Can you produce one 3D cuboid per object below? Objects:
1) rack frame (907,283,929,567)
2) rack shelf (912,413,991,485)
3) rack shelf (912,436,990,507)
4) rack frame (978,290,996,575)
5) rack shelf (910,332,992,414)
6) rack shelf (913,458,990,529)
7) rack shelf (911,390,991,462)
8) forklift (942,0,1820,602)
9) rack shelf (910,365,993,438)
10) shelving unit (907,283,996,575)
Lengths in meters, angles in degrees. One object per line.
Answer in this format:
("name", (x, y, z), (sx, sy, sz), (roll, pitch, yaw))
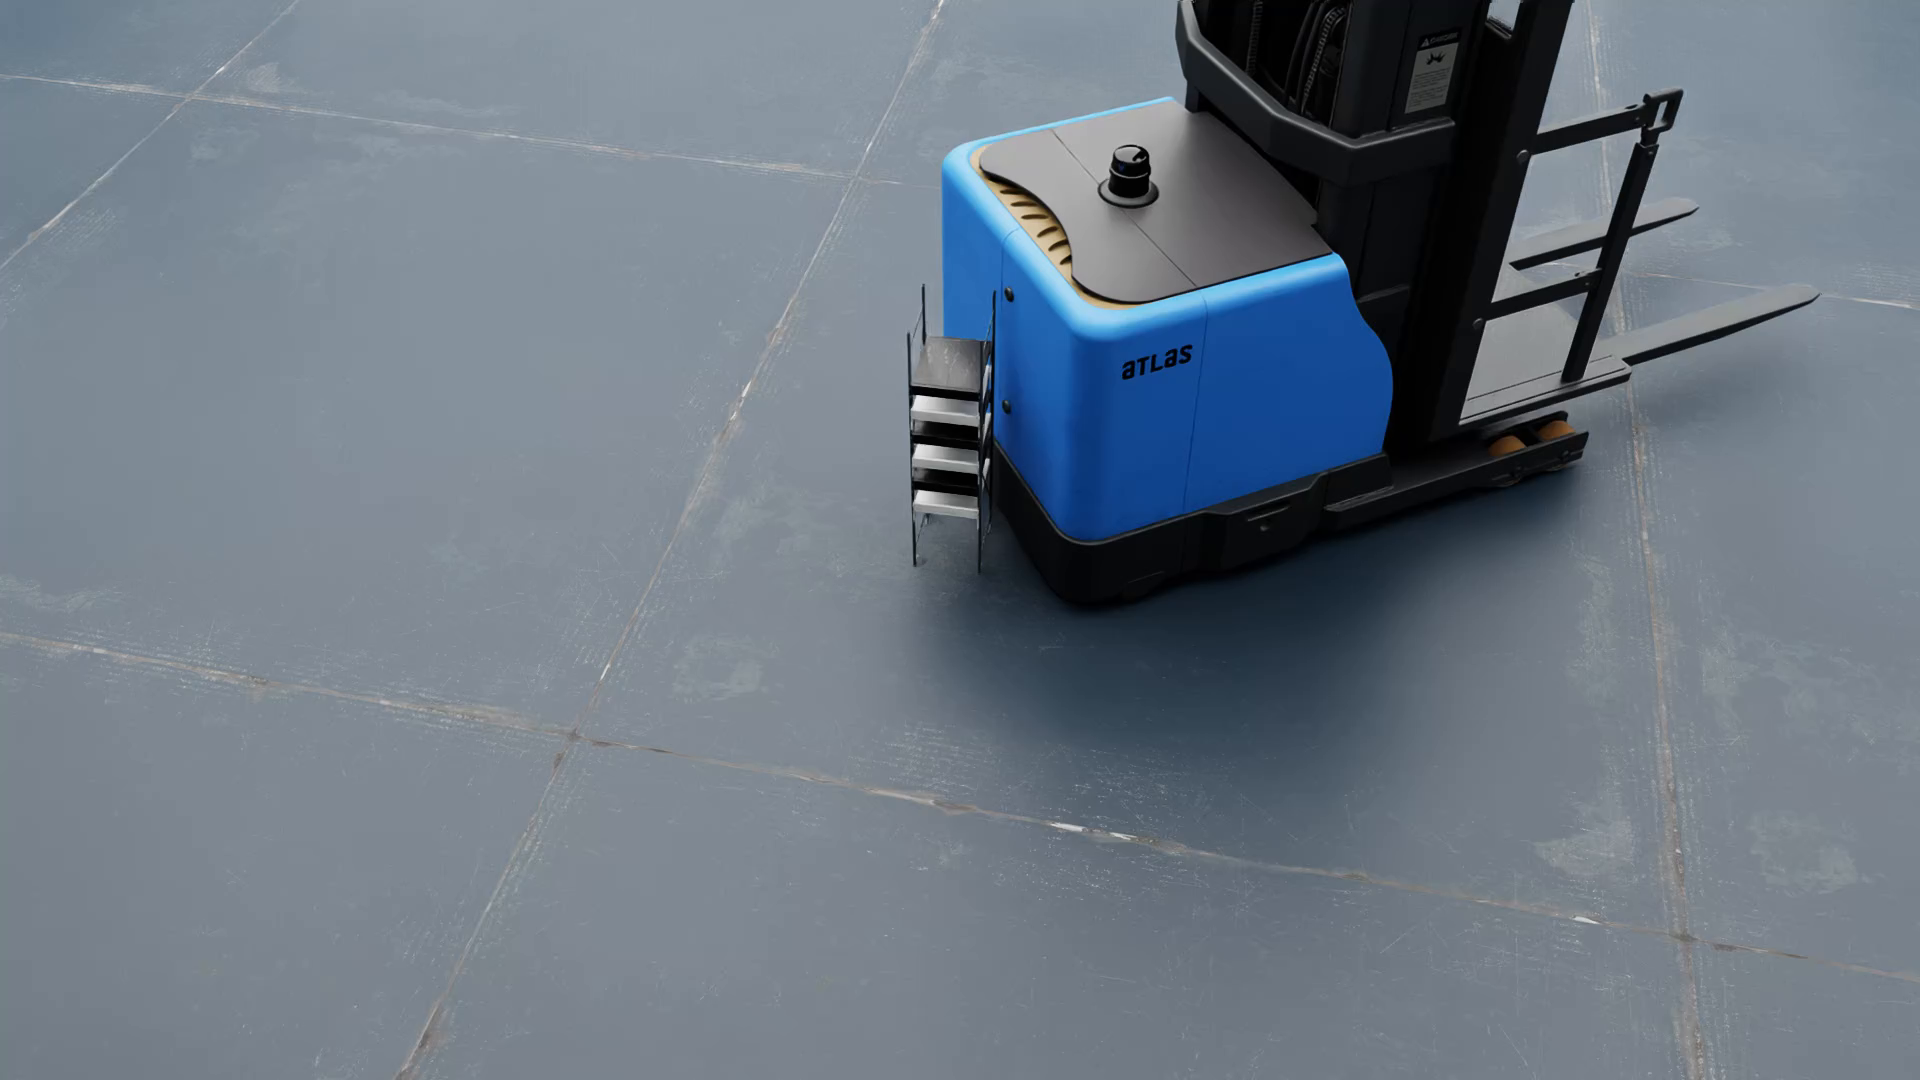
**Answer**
("rack frame", (-0.122, -0.321, 4.935), (0.006, 0.900, 0.240), (7, 44, 7))
("rack shelf", (-0.022, -0.285, 4.946), (0.200, 0.077, 0.258), (7, 44, 7))
("rack shelf", (-0.022, -0.220, 5.008), (0.200, 0.077, 0.258), (7, 44, 7))
("rack frame", (0.078, -0.297, 4.910), (0.006, 0.900, 0.240), (7, 44, 7))
("rack shelf", (-0.022, -0.480, 4.758), (0.200, 0.077, 0.258), (7, 44, 7))
("rack shelf", (-0.022, -0.156, 5.070), (0.200, 0.077, 0.258), (7, 44, 7))
("rack shelf", (-0.022, -0.350, 4.883), (0.200, 0.077, 0.258), (7, 44, 7))
("forklift", (1.496, -1.549, 4.745), (3.031, 2.935, 1.130), (-17, 46, -17))
("rack shelf", (-0.022, -0.415, 4.821), (0.200, 0.077, 0.258), (7, 44, 7))
("shelving unit", (-0.022, -0.309, 4.922), (0.210, 0.900, 0.258), (7, 44, 7))
